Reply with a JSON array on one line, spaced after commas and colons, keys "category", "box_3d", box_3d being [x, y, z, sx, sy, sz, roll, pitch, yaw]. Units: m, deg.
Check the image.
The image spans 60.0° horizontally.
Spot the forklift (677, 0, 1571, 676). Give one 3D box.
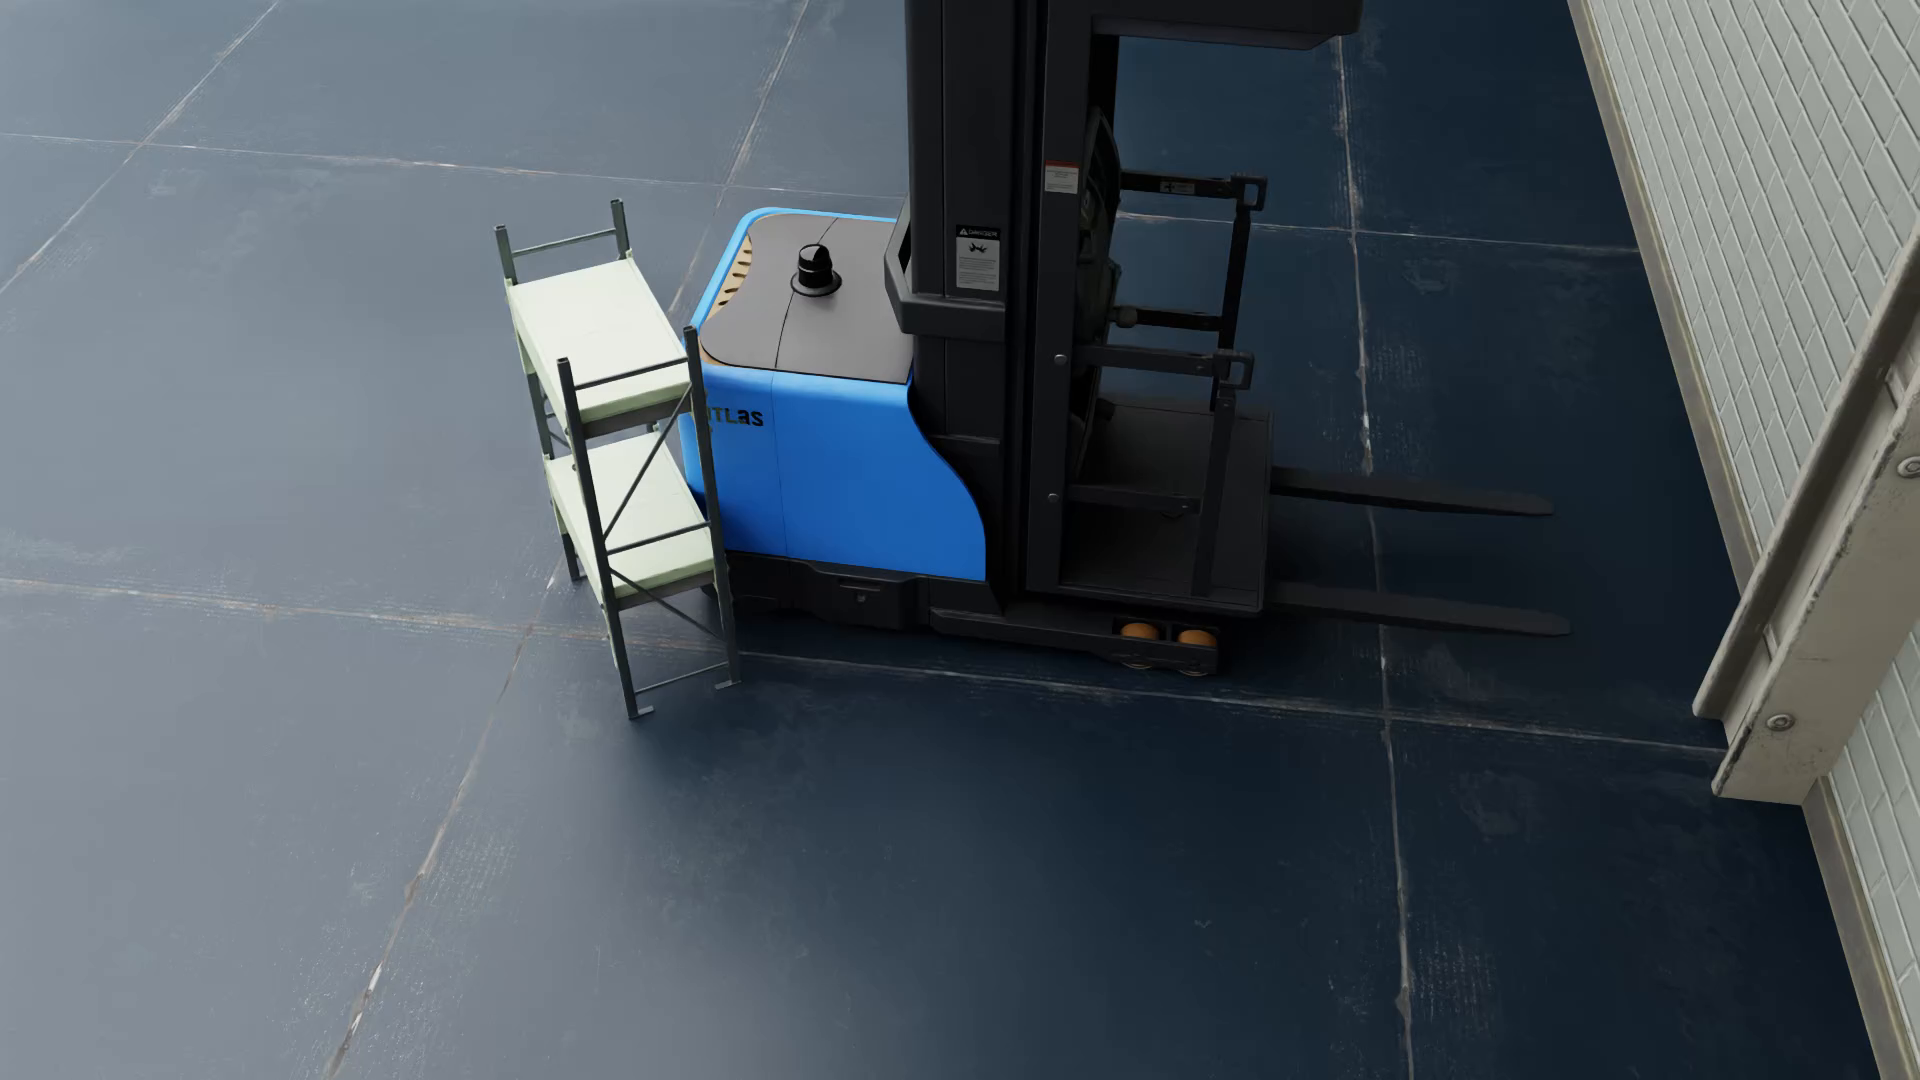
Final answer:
[{"category": "forklift", "box_3d": [0.620, -0.990, 5.164, 3.031, 2.935, 1.130, 7, 44, 7]}]

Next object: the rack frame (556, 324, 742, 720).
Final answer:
[{"category": "rack frame", "box_3d": [-0.935, -0.003, 5.161, 0.400, 1.500, 0.023, -17, 46, -18]}]

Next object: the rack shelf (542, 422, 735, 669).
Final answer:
[{"category": "rack shelf", "box_3d": [-1.090, 0.006, 5.625, 0.431, 0.370, 0.720, -17, 46, -18]}]

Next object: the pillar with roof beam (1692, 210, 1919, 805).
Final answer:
[{"category": "pillar with roof beam", "box_3d": [-1.650, -2.952, 2.823, 9.100, 9.000, 0.400, 5, 44, 6]}]

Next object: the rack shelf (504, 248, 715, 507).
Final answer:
[{"category": "rack shelf", "box_3d": [-1.086, -0.516, 5.134, 0.431, 0.370, 0.720, -17, 46, -18]}]

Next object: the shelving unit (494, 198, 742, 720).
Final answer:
[{"category": "shelving unit", "box_3d": [-1.088, -0.232, 5.402, 0.431, 1.500, 0.755, -17, 46, -18]}]

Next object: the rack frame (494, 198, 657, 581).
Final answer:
[{"category": "rack frame", "box_3d": [-1.242, -0.460, 5.643, 0.400, 1.500, 0.023, -17, 46, -18]}]
